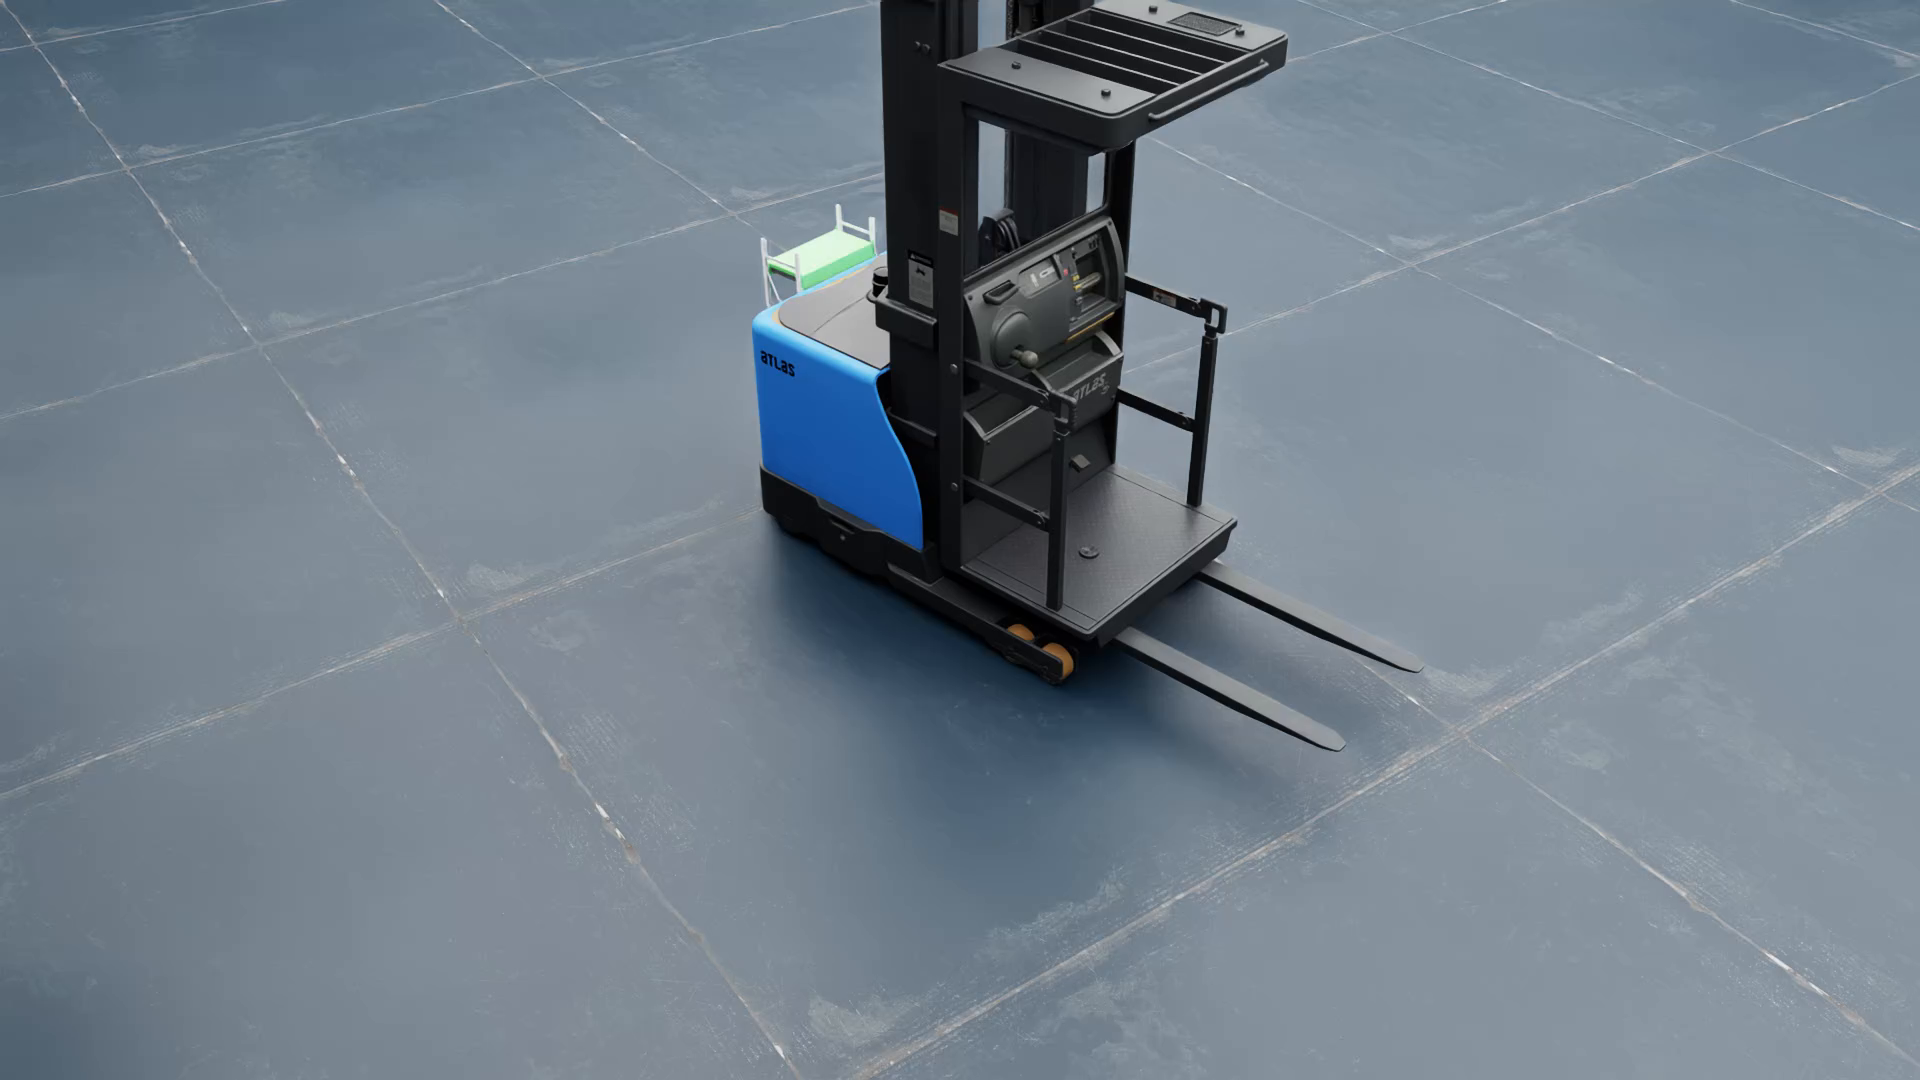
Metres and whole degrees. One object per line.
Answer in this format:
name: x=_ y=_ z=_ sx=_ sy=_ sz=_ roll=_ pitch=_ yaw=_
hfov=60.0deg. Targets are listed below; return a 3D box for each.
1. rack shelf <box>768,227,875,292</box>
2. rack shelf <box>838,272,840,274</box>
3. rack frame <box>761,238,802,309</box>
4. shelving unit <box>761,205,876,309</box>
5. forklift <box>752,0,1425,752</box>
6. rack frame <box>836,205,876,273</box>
rack shelf: x=-0.655 y=-1.292 z=7.802 sx=0.258 sy=0.148 sz=0.480 roll=26 pitch=43 yaw=33
rack shelf: x=-0.651 y=-1.095 z=7.940 sx=0.258 sy=0.148 sz=0.480 roll=26 pitch=43 yaw=33
rack frame: x=-0.810 y=-0.844 z=7.892 sx=0.240 sy=1.200 sz=0.015 roll=26 pitch=43 yaw=33
shelving unit: x=-0.649 y=-0.951 z=8.041 sx=0.258 sy=1.200 sz=0.503 roll=26 pitch=43 yaw=33
forklift: x=0.509 y=-0.942 z=6.549 sx=3.031 sy=2.935 sz=1.130 roll=27 pitch=44 yaw=32
rack frame: x=-0.489 y=-1.059 z=8.190 sx=0.240 sy=1.200 sz=0.015 roll=26 pitch=43 yaw=33
